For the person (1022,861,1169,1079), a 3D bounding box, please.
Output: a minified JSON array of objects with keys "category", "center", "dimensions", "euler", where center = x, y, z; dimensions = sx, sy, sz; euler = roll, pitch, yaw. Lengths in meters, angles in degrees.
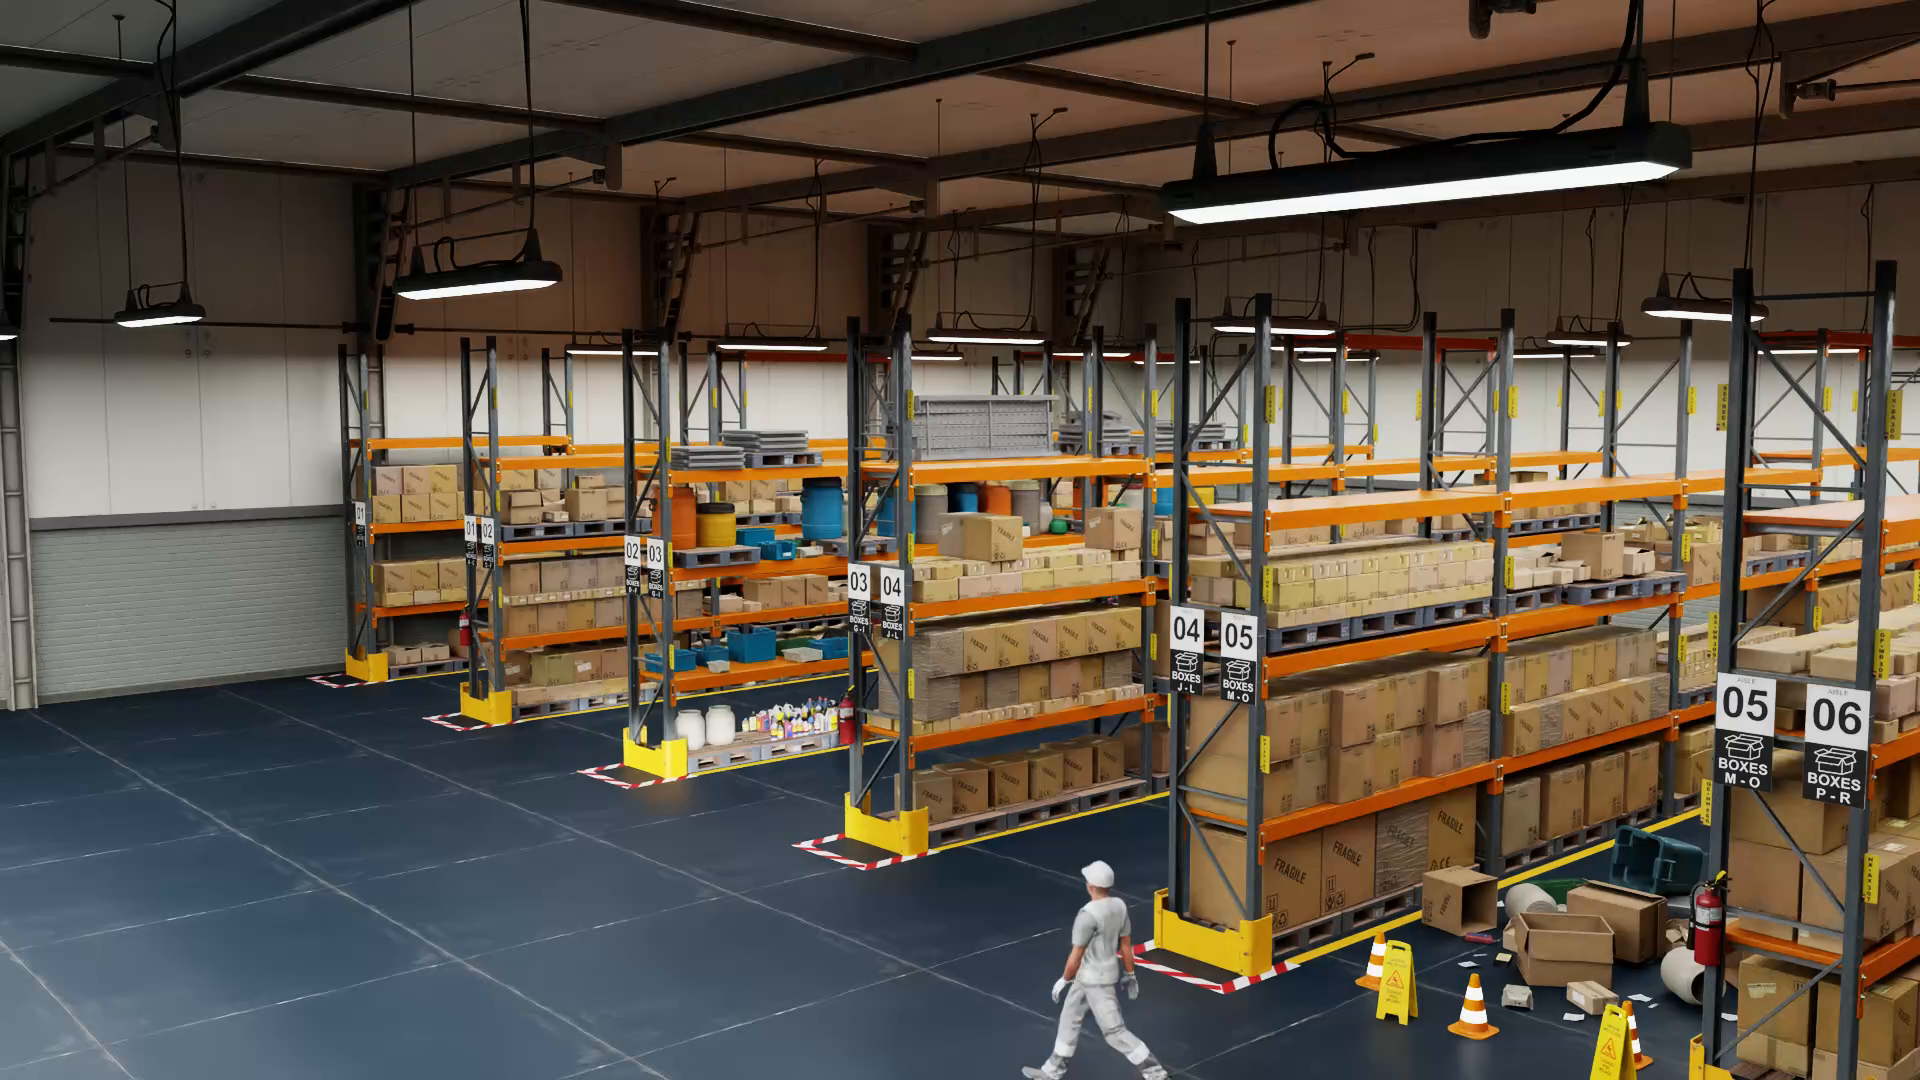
[{"category":"person","center":[0.992,3.210,12.164],"dimensions":[1.087,1.750,0.478],"euler":[0,5,3]}]
